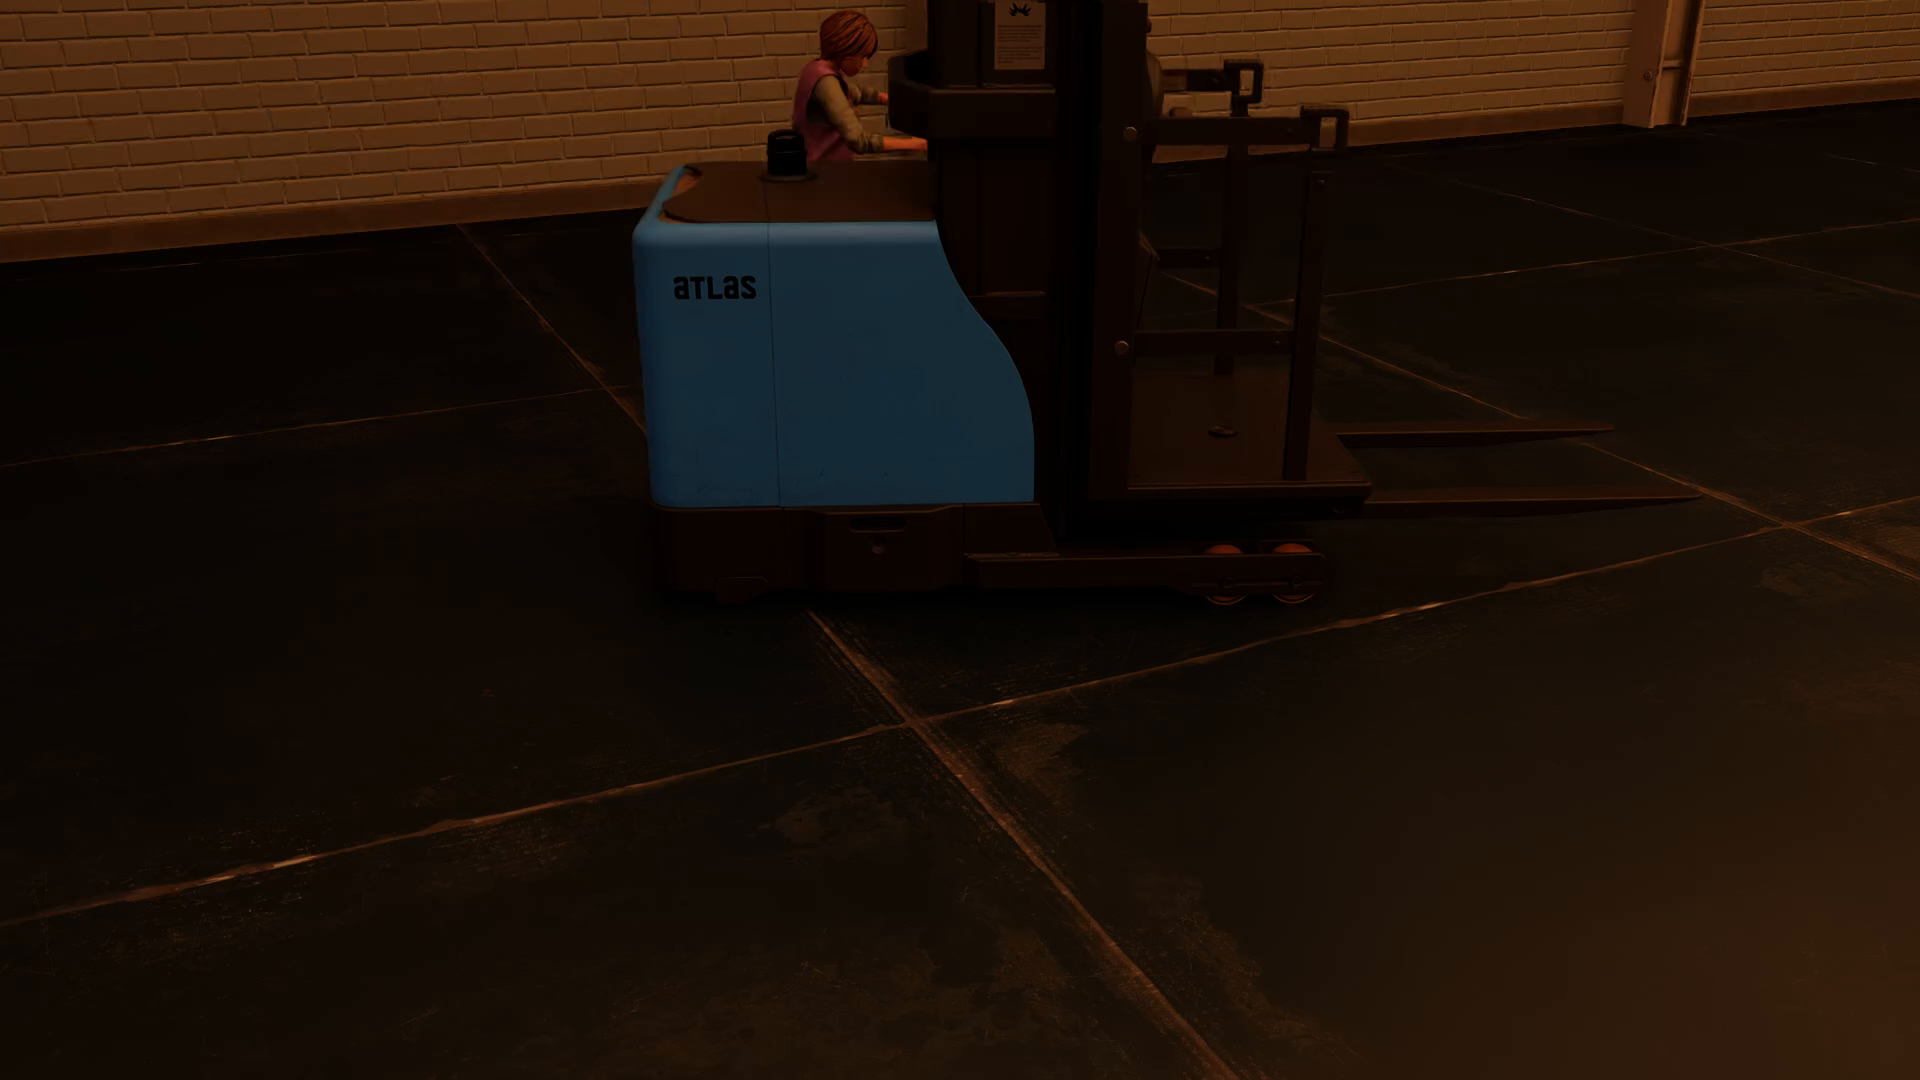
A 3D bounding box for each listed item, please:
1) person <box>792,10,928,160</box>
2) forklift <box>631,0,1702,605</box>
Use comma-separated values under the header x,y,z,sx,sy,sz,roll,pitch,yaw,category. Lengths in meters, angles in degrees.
x,y,z,sx,sy,sz,roll,pitch,yaw,category
-0.373,-1.413,6.695,0.610,1.389,1.088,-2,23,-4,person
0.629,-1.373,4.592,3.031,2.935,1.130,-1,23,-3,forklift
